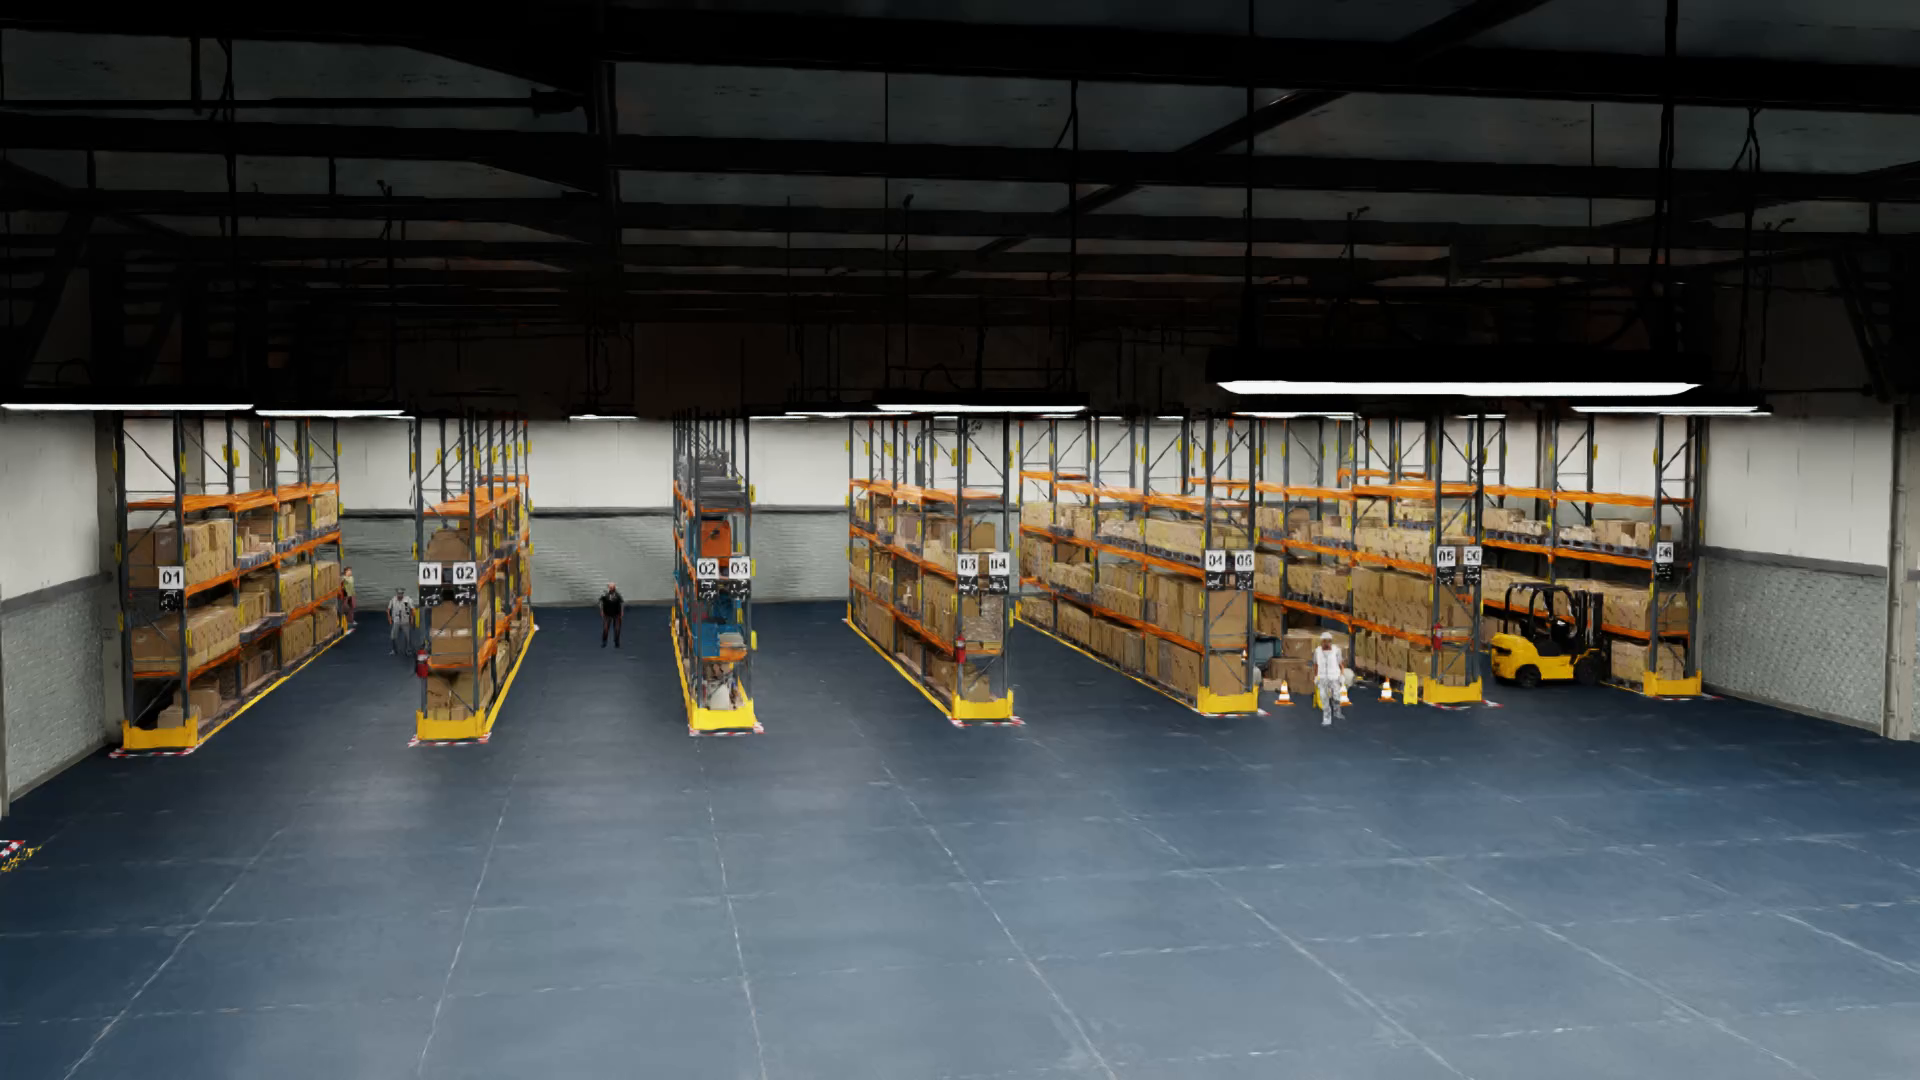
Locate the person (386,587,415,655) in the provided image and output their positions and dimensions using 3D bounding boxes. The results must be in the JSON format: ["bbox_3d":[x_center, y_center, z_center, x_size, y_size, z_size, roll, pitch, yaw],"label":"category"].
[{"bbox_3d":[-13.677,1.979,40.685,0.682,1.715,0.542,-1,4,-13],"label":"person"}]

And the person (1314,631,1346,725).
[{"bbox_3d":[7.005,2.602,31.497,0.601,1.774,0.576,2,4,24],"label":"person"}]

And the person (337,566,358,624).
[{"bbox_3d":[-17.375,1.569,46.901,0.443,1.653,0.645,2,5,28],"label":"person"}]

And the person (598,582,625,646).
[{"bbox_3d":[-8.856,1.888,42.297,0.677,1.674,0.534,-1,4,-13],"label":"person"}]
